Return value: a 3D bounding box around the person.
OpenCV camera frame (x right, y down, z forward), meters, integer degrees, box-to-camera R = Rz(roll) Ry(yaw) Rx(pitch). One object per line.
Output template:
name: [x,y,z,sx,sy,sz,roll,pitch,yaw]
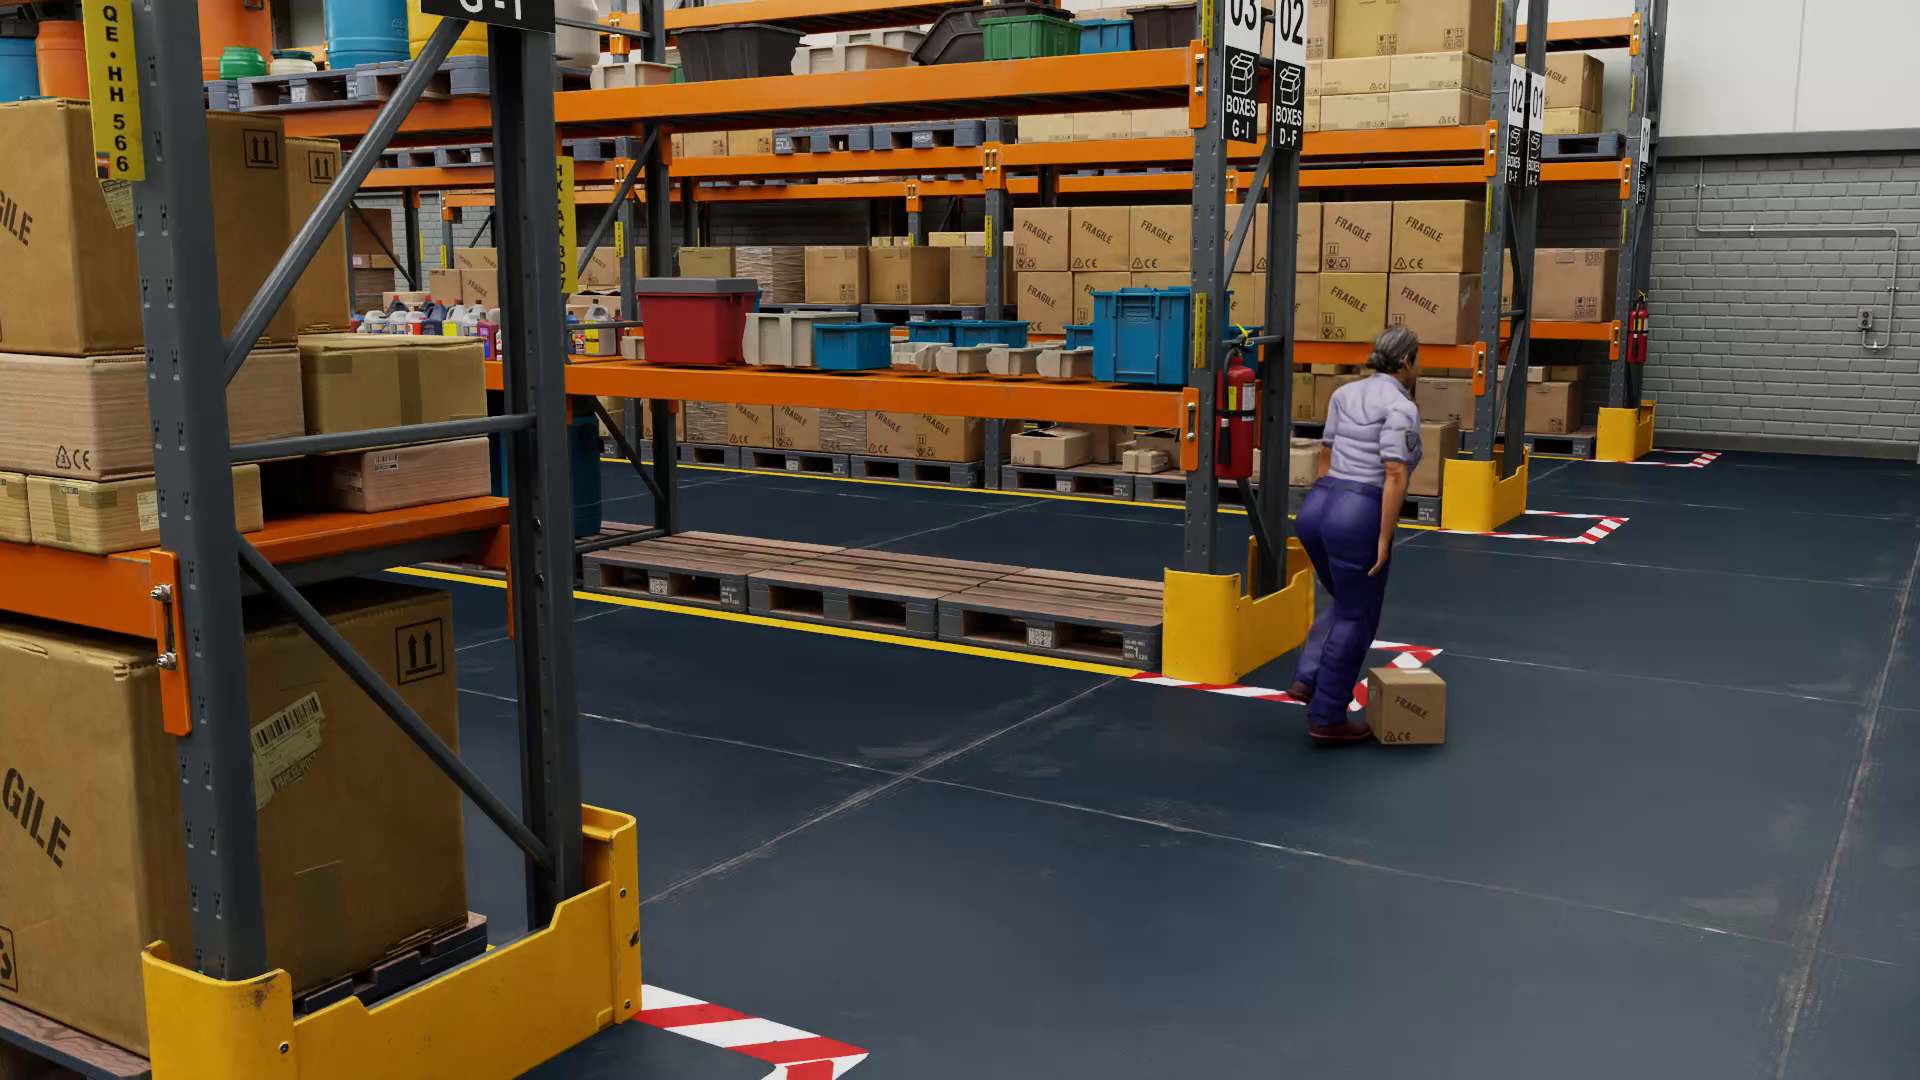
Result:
person: [1.571,-0.028,6.578,0.521,1.618,0.504,-5,11,-26]
